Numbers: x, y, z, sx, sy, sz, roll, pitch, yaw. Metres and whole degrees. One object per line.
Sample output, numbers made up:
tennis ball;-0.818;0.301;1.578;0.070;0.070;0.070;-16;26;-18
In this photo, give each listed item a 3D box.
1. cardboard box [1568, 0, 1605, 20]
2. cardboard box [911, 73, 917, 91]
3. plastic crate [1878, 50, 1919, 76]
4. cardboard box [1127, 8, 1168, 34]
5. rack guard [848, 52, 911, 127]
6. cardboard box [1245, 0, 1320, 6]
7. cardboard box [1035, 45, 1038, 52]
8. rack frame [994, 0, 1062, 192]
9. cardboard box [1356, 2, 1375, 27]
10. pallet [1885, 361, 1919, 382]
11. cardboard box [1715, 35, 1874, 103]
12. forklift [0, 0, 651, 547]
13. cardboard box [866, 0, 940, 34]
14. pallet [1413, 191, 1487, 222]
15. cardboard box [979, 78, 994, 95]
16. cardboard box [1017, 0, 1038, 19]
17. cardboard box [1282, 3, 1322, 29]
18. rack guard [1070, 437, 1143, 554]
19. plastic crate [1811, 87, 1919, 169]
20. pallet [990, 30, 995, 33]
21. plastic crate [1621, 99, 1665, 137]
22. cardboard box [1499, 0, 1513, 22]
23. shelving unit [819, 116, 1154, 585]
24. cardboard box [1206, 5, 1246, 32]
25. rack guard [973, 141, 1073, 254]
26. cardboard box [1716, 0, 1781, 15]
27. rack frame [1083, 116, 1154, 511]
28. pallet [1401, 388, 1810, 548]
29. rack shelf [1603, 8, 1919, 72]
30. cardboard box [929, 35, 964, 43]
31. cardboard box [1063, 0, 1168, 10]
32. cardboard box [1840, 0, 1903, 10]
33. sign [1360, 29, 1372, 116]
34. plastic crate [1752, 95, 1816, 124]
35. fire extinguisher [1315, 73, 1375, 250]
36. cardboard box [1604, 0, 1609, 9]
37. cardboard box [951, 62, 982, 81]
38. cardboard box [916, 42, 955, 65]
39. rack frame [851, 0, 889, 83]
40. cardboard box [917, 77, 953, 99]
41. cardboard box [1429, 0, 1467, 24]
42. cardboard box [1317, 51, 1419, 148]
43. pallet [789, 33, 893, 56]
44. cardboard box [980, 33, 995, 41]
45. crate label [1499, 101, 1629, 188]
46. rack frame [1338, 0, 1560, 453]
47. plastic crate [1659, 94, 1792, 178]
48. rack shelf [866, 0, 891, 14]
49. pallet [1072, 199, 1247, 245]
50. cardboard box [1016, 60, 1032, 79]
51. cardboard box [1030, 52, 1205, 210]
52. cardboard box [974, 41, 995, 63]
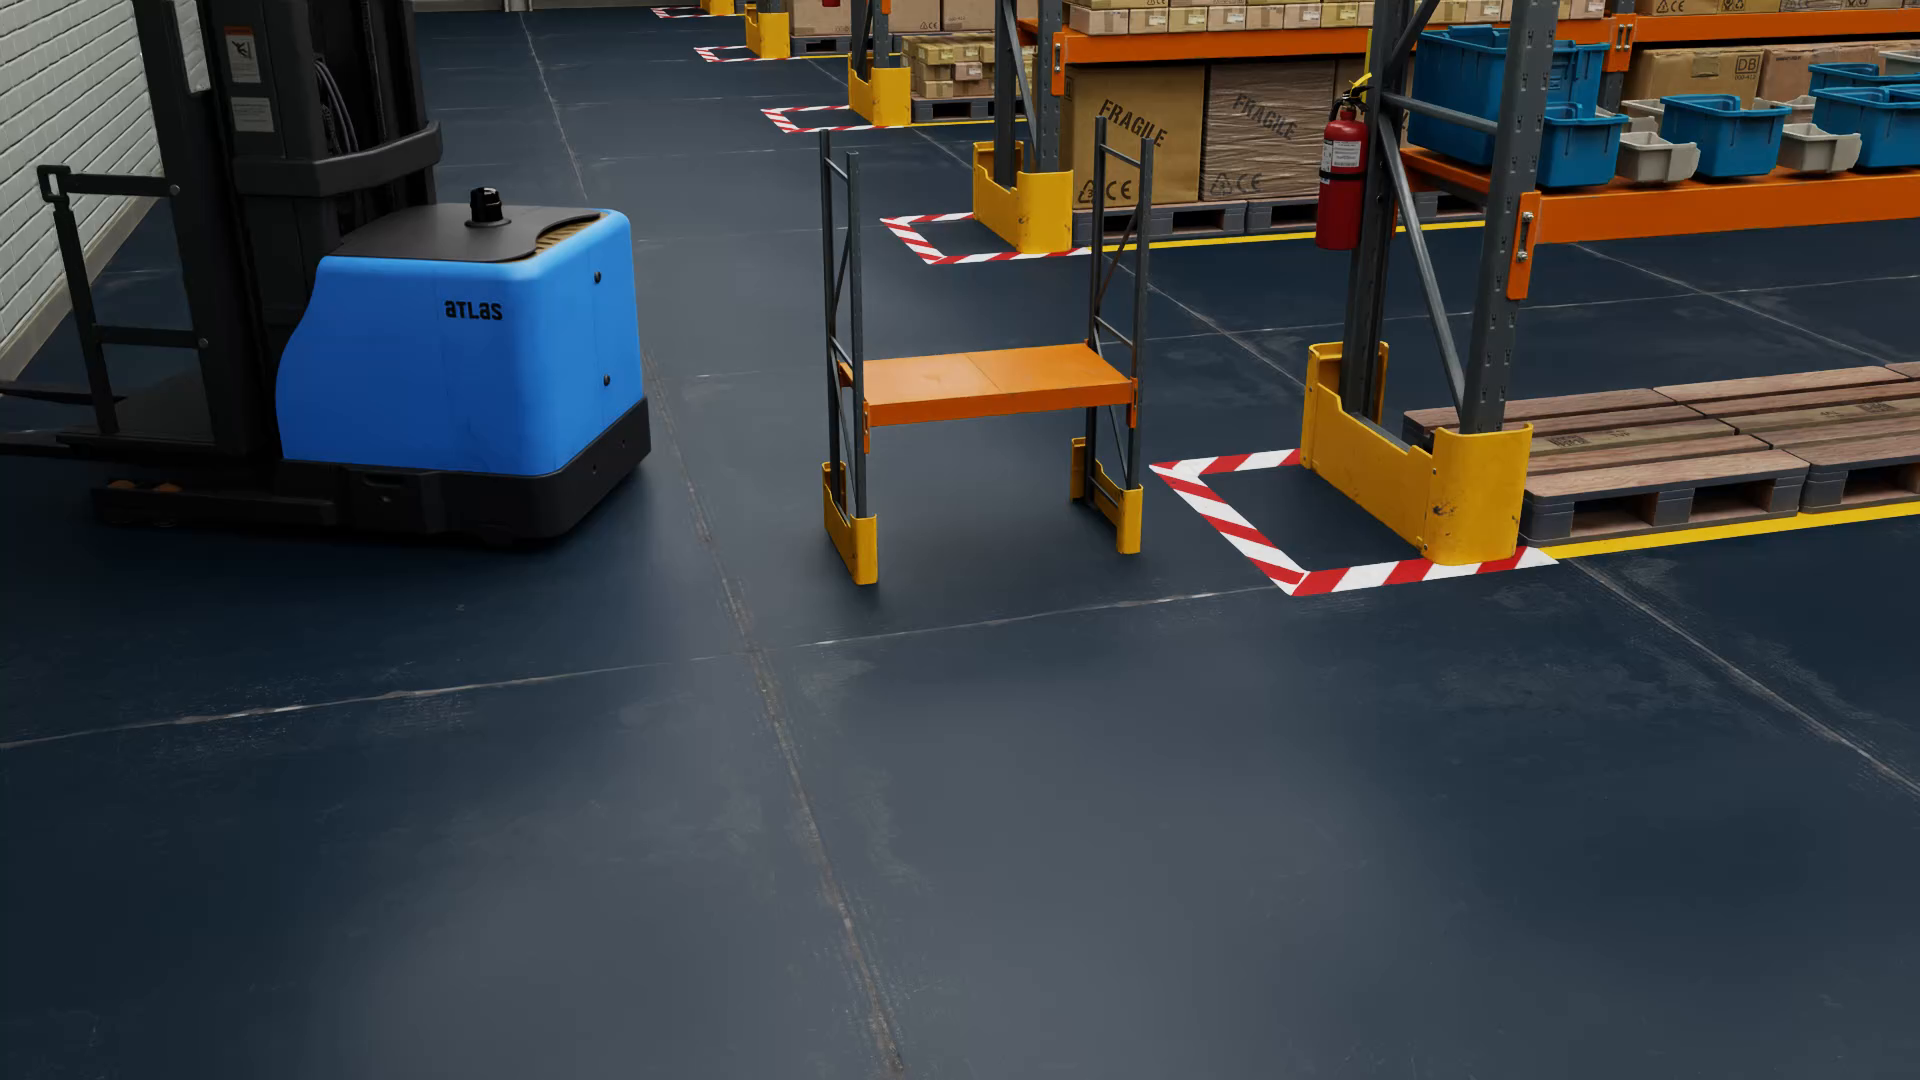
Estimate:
cardboard box;4.067;-3.560;11.060;0.250;0.149;0.380;-6;24;-14
cardboard box;-0.371;-4.318;15.592;0.250;0.149;0.380;-6;24;-13
plastic crate;4.090;-1.832;6.789;0.530;0.282;0.437;-6;24;-14
cardboard box;1.099;-3.231;10.294;0.250;0.149;0.380;-7;24;-15
rack guard;-0.748;-4.159;15.309;0.348;0.500;1.175;-6;24;-14
cardboard box;1.940;-3.532;10.491;0.500;0.250;0.500;-7;24;-16
cardboard box;0.771;-4.520;15.308;0.250;0.149;0.380;-5;24;-12
rack frame;0.421;-3.406;10.383;0.127;3.000;1.000;-6;24;-14
cardboard box;2.585;-3.396;10.679;0.250;0.149;0.380;-6;24;-14
pallet;4.913;-0.577;7.327;1.213;0.211;1.003;-6;24;-14
cardboard box;5.743;-3.220;12.112;0.875;0.875;1.225;-7;24;-16
forklift;-2.856;-1.592;6.242;3.031;2.935;1.130;4;24;10
cardboard box;-0.769;-6.393;20.061;0.875;0.438;0.875;-6;24;-13
pallet;3.519;-2.499;11.807;1.213;0.211;1.003;-6;24;-14
cardboard box;0.237;-4.205;15.328;0.250;0.149;0.380;-6;24;-14
cardboard box;0.962;-6.584;20.506;0.875;0.438;0.875;-7;24;-15
cardboard box;2.089;-3.341;10.550;0.250;0.149;0.380;-7;24;-15
rack guard;0.553;-0.176;6.343;0.087;0.250;0.587;-6;24;-14
plastic crate;3.353;-1.518;6.119;0.300;0.233;0.416;-6;24;-14
pallet;0.842;-6.262;20.575;1.213;0.211;1.003;-6;24;-14
plastic crate;2.778;-1.613;6.463;0.243;0.136;0.396;-6;24;-14
cardboard box;3.572;-3.505;10.933;0.250;0.149;0.380;-7;24;-15
shelving unit;0.073;-0.697;5.973;1.083;1.500;0.587;-6;24;-14
cardboard box;1.596;-3.286;10.424;0.250;0.149;0.380;-7;24;-15
rack guard;0.398;-2.255;10.870;0.348;0.500;1.175;-6;24;-14
cardboard box;5.266;-3.886;11.375;0.500;0.500;0.500;-6;24;-14
rack frame;0.572;-0.752;6.102;0.032;1.500;0.500;-6;24;-14
pallet;2.563;-0.317;6.721;1.213;0.211;1.003;-6;24;-14
rack shelf;6.198;-3.714;12.015;4.000;0.370;1.077;-6;24;-14
cardboard box;-0.123;-4.613;15.526;0.250;0.149;0.380;-6;24;-13
cardboard box;0.956;-3.422;10.235;0.500;0.250;0.500;-7;24;-16
cardboard box;6.245;-3.996;11.632;0.500;0.500;0.500;-6;24;-13
sign;1.595;-1.807;6.451;0.005;0.325;0.100;-6;24;-14
plastic crate;3.320;-1.690;6.644;0.250;0.136;0.298;-6;24;-14
fire extinguisher;1.491;-1.475;6.454;0.183;0.674;0.296;-6;24;-14
cardboard box;4.649;-4.031;11.714;0.500;0.500;0.500;-6;24;-14
cardboard box;0.031;-4.285;15.139;0.250;0.149;0.380;-6;24;-15
cardboard box;-0.225;-4.383;14.989;0.250;0.149;0.380;-7;24;-17
rack frame;-0.822;-5.300;14.797;0.127;3.000;1.000;-6;24;-14
cardboard box;-0.231;-4.117;15.123;0.250;0.149;0.380;-6;24;-13
cardboard box;3.076;-3.450;10.804;0.250;0.149;0.380;-6;24;-13
cardboard box;2.749;-2.913;11.396;0.875;0.875;0.875;-6;24;-14
pallet;-1.507;-6.002;19.969;1.213;0.211;1.003;-6;24;-14
cardboard box;0.359;-4.693;15.711;0.250;0.149;0.380;-7;24;-16
crate label;2.086;-1.377;5.792;0.303;0.233;0.416;-6;24;-14
rack frame;1.759;-1.525;6.001;0.127;3.000;1.000;-6;24;-14
plastic crate;2.719;-1.447;5.956;0.300;0.233;0.416;-6;24;-14
rack shelf;1.104;-5.182;15.435;4.000;0.370;1.077;-6;24;-14
pallet;1.170;-2.239;11.201;1.213;0.211;1.003;-6;24;-14
cardboard box;0.519;-4.331;15.245;0.250;0.149;0.380;-6;24;-13
cardboard box;1.016;-2.721;10.949;0.875;0.875;0.875;-6;24;-14
cardboard box;0.285;-4.436;15.113;0.250;0.149;0.380;-6;24;-15
